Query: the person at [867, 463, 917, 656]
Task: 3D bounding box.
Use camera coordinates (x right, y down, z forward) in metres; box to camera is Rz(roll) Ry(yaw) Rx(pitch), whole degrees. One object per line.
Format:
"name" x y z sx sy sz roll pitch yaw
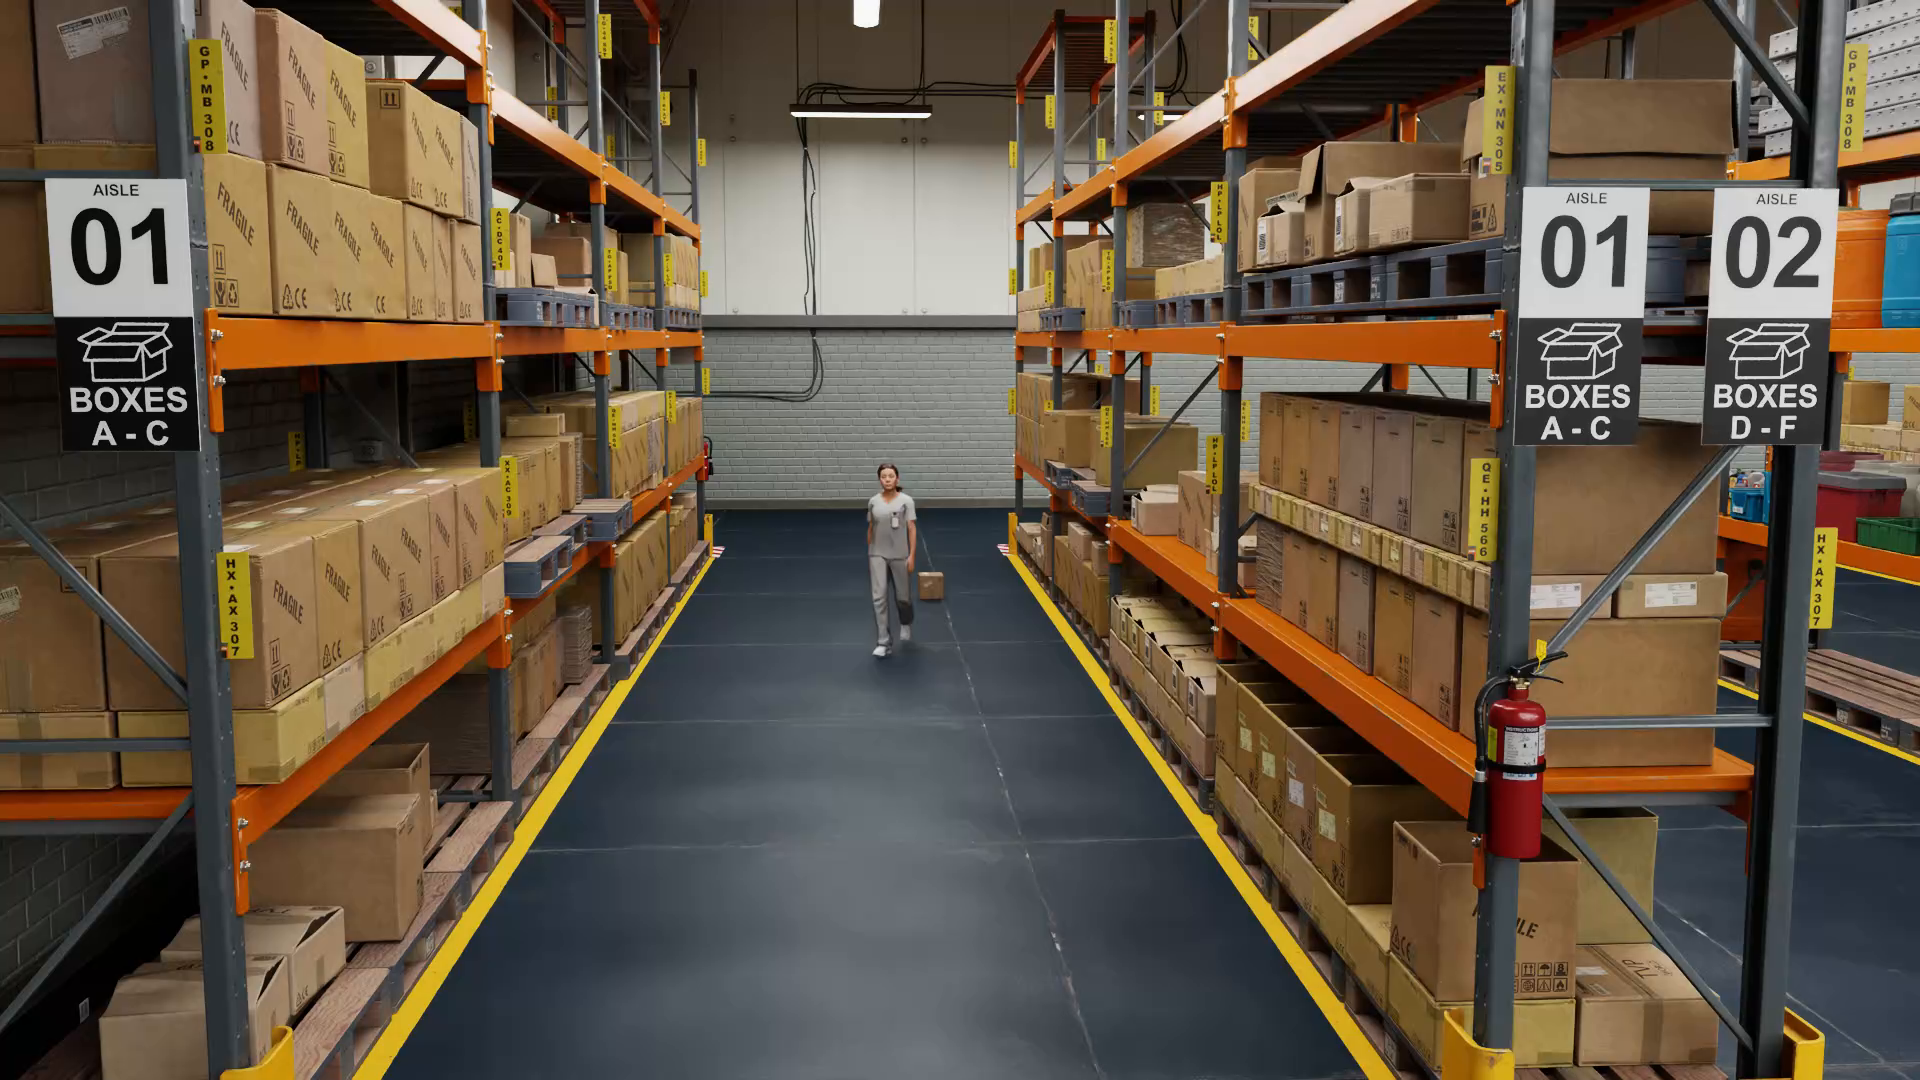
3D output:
"person" -0.592 0.150 14.453 0.450 1.641 0.786 1 7 9
